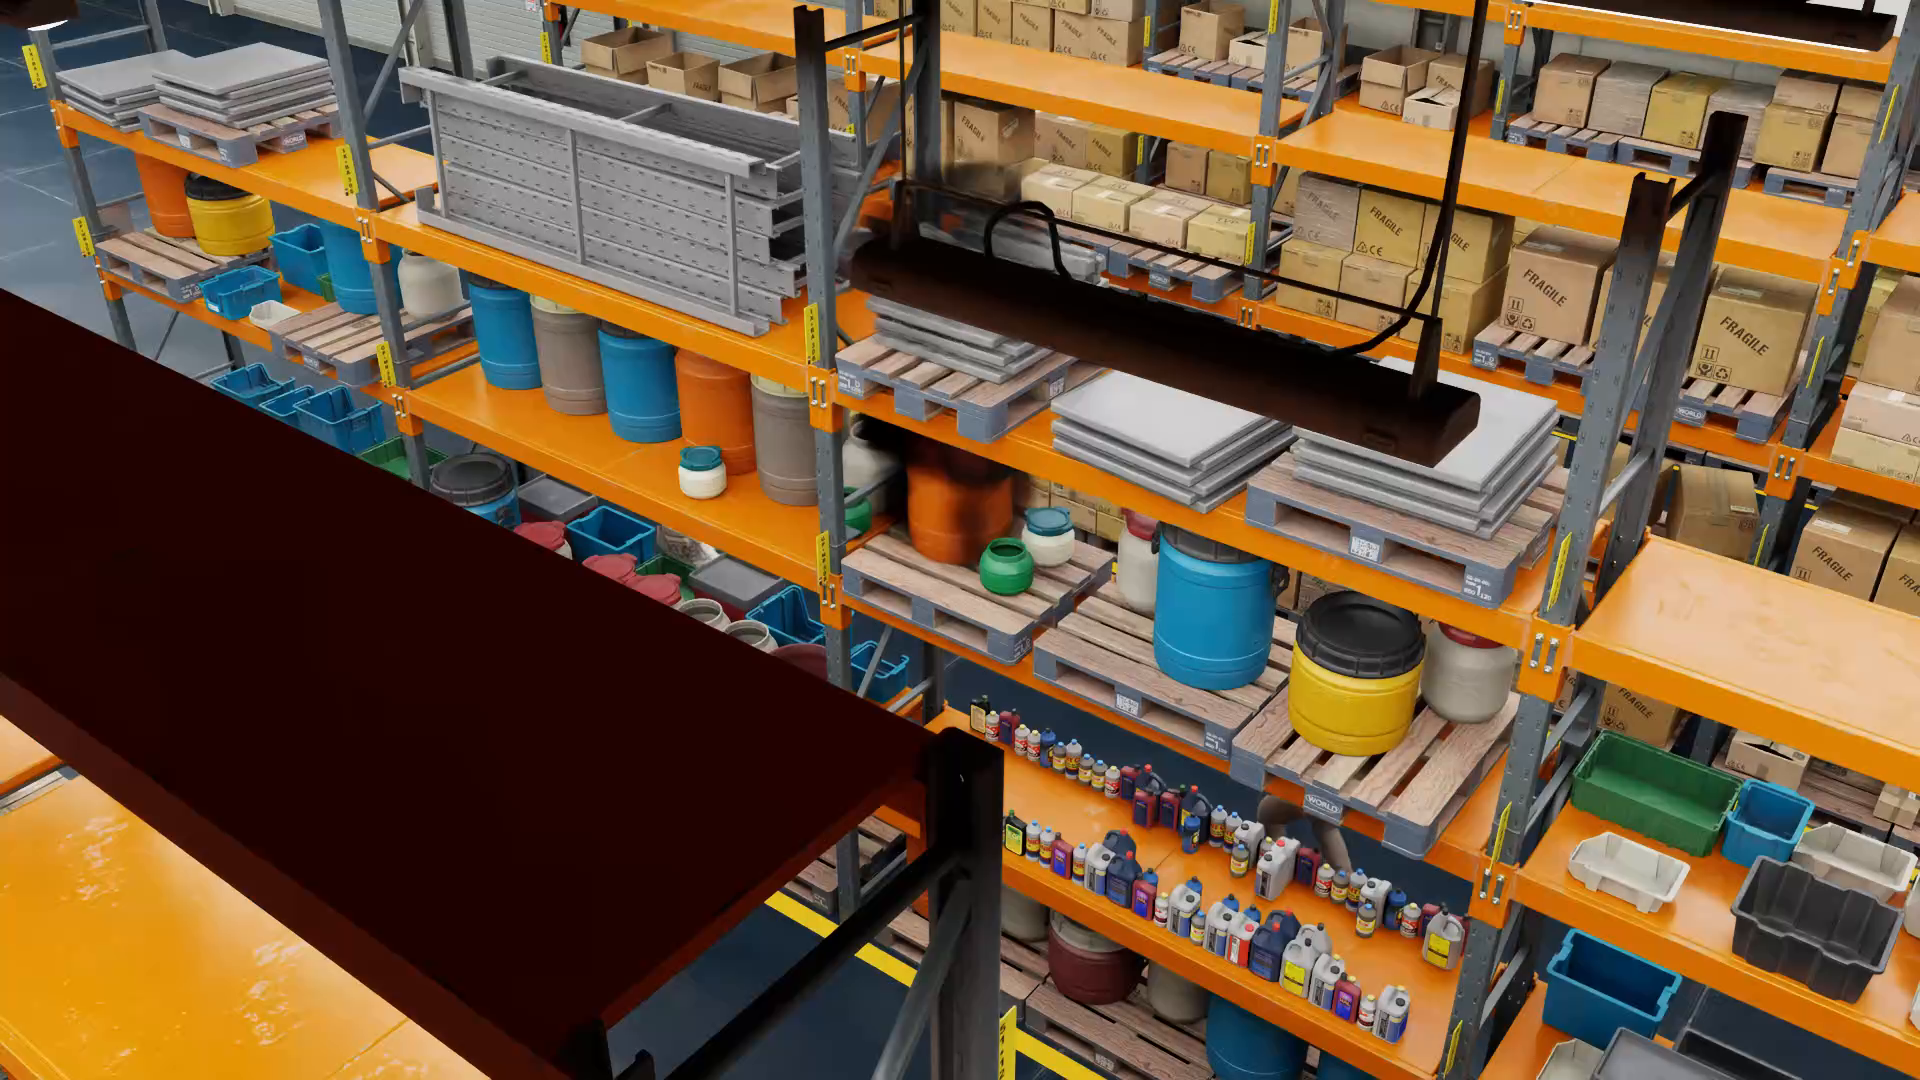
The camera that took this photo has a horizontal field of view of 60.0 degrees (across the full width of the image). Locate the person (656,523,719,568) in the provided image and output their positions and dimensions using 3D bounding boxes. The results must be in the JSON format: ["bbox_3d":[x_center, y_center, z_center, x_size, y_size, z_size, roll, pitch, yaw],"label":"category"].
[{"bbox_3d":[-2.052,0.301,13.222,0.745,1.595,0.677,2,31,4],"label":"person"}]

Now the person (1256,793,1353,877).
[{"bbox_3d":[2.297,1.648,10.954,0.854,1.790,0.622,27,40,36],"label":"person"}]
